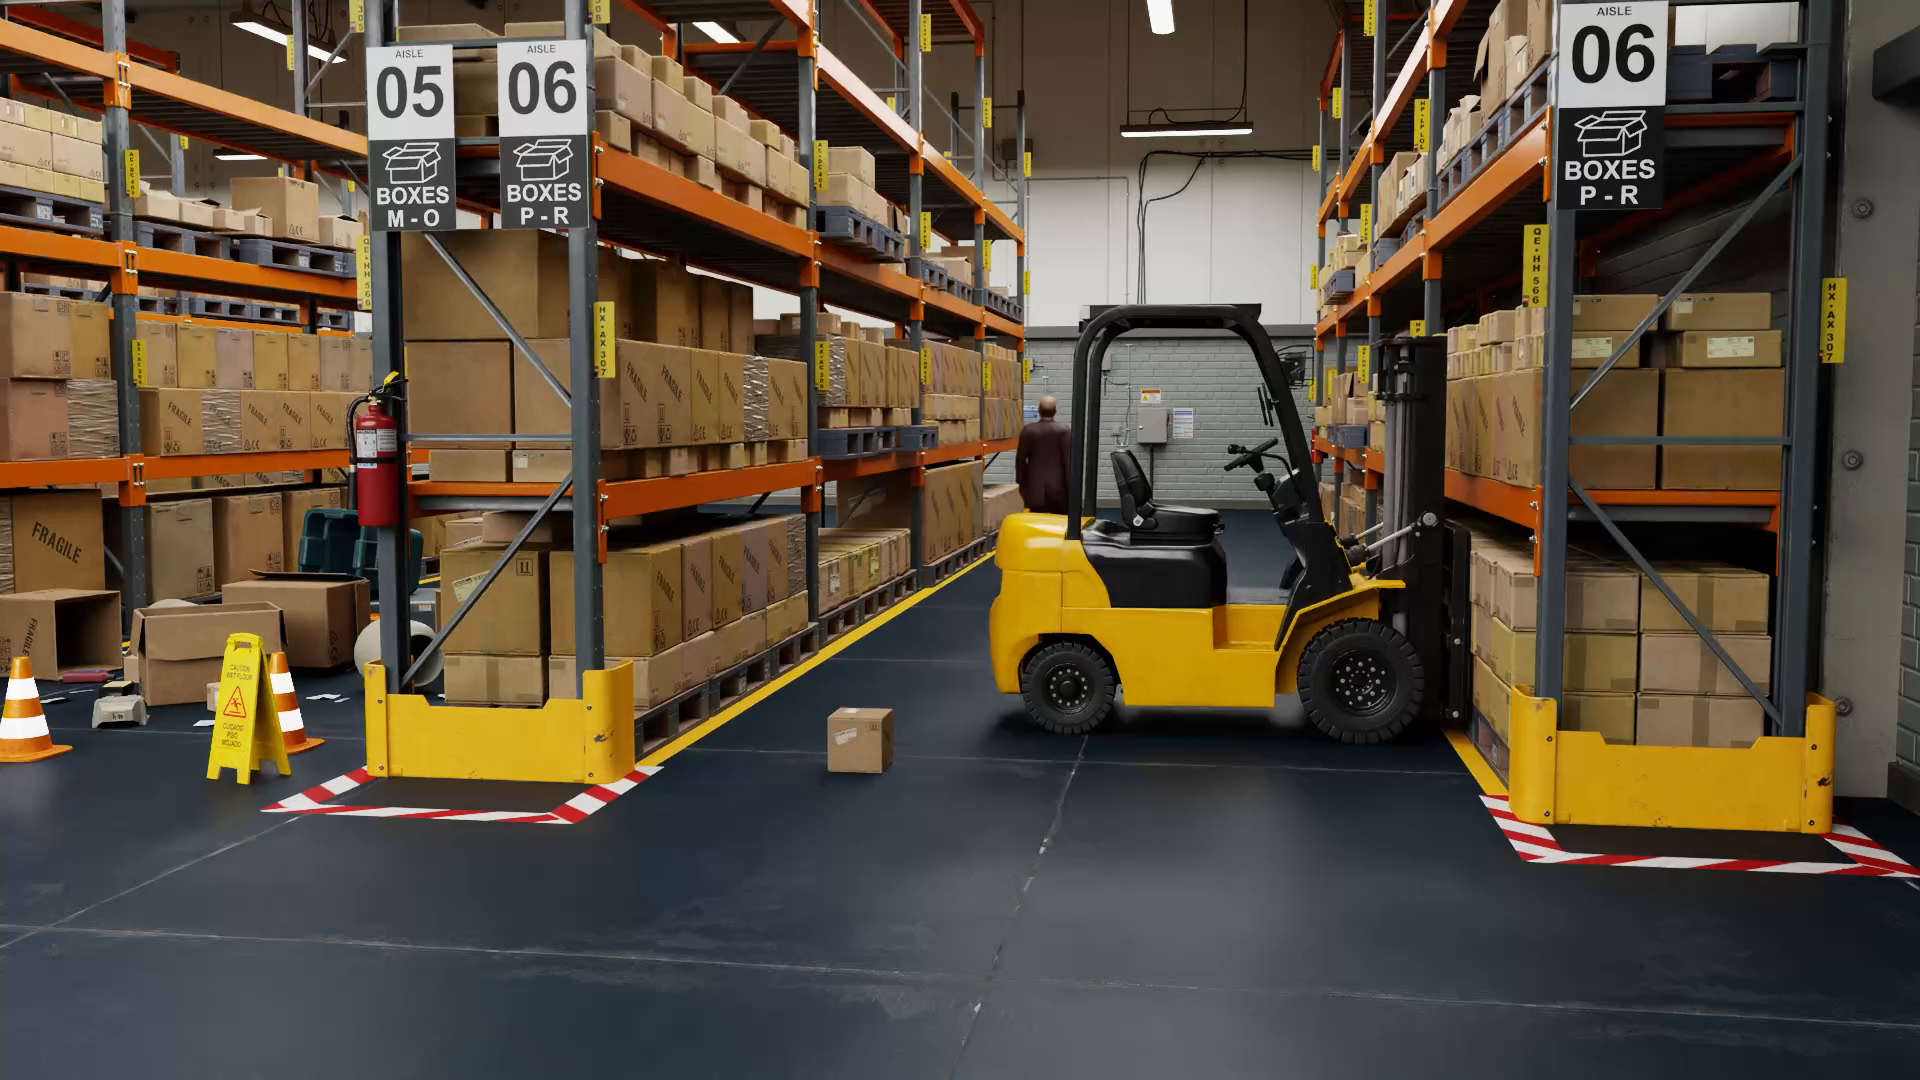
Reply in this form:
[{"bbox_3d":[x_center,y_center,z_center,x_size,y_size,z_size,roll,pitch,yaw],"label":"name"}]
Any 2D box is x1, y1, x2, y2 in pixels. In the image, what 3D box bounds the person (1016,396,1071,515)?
[{"bbox_3d":[0.858,-0.400,16.422,0.624,1.625,0.754,1,4,7],"label":"person"}]
